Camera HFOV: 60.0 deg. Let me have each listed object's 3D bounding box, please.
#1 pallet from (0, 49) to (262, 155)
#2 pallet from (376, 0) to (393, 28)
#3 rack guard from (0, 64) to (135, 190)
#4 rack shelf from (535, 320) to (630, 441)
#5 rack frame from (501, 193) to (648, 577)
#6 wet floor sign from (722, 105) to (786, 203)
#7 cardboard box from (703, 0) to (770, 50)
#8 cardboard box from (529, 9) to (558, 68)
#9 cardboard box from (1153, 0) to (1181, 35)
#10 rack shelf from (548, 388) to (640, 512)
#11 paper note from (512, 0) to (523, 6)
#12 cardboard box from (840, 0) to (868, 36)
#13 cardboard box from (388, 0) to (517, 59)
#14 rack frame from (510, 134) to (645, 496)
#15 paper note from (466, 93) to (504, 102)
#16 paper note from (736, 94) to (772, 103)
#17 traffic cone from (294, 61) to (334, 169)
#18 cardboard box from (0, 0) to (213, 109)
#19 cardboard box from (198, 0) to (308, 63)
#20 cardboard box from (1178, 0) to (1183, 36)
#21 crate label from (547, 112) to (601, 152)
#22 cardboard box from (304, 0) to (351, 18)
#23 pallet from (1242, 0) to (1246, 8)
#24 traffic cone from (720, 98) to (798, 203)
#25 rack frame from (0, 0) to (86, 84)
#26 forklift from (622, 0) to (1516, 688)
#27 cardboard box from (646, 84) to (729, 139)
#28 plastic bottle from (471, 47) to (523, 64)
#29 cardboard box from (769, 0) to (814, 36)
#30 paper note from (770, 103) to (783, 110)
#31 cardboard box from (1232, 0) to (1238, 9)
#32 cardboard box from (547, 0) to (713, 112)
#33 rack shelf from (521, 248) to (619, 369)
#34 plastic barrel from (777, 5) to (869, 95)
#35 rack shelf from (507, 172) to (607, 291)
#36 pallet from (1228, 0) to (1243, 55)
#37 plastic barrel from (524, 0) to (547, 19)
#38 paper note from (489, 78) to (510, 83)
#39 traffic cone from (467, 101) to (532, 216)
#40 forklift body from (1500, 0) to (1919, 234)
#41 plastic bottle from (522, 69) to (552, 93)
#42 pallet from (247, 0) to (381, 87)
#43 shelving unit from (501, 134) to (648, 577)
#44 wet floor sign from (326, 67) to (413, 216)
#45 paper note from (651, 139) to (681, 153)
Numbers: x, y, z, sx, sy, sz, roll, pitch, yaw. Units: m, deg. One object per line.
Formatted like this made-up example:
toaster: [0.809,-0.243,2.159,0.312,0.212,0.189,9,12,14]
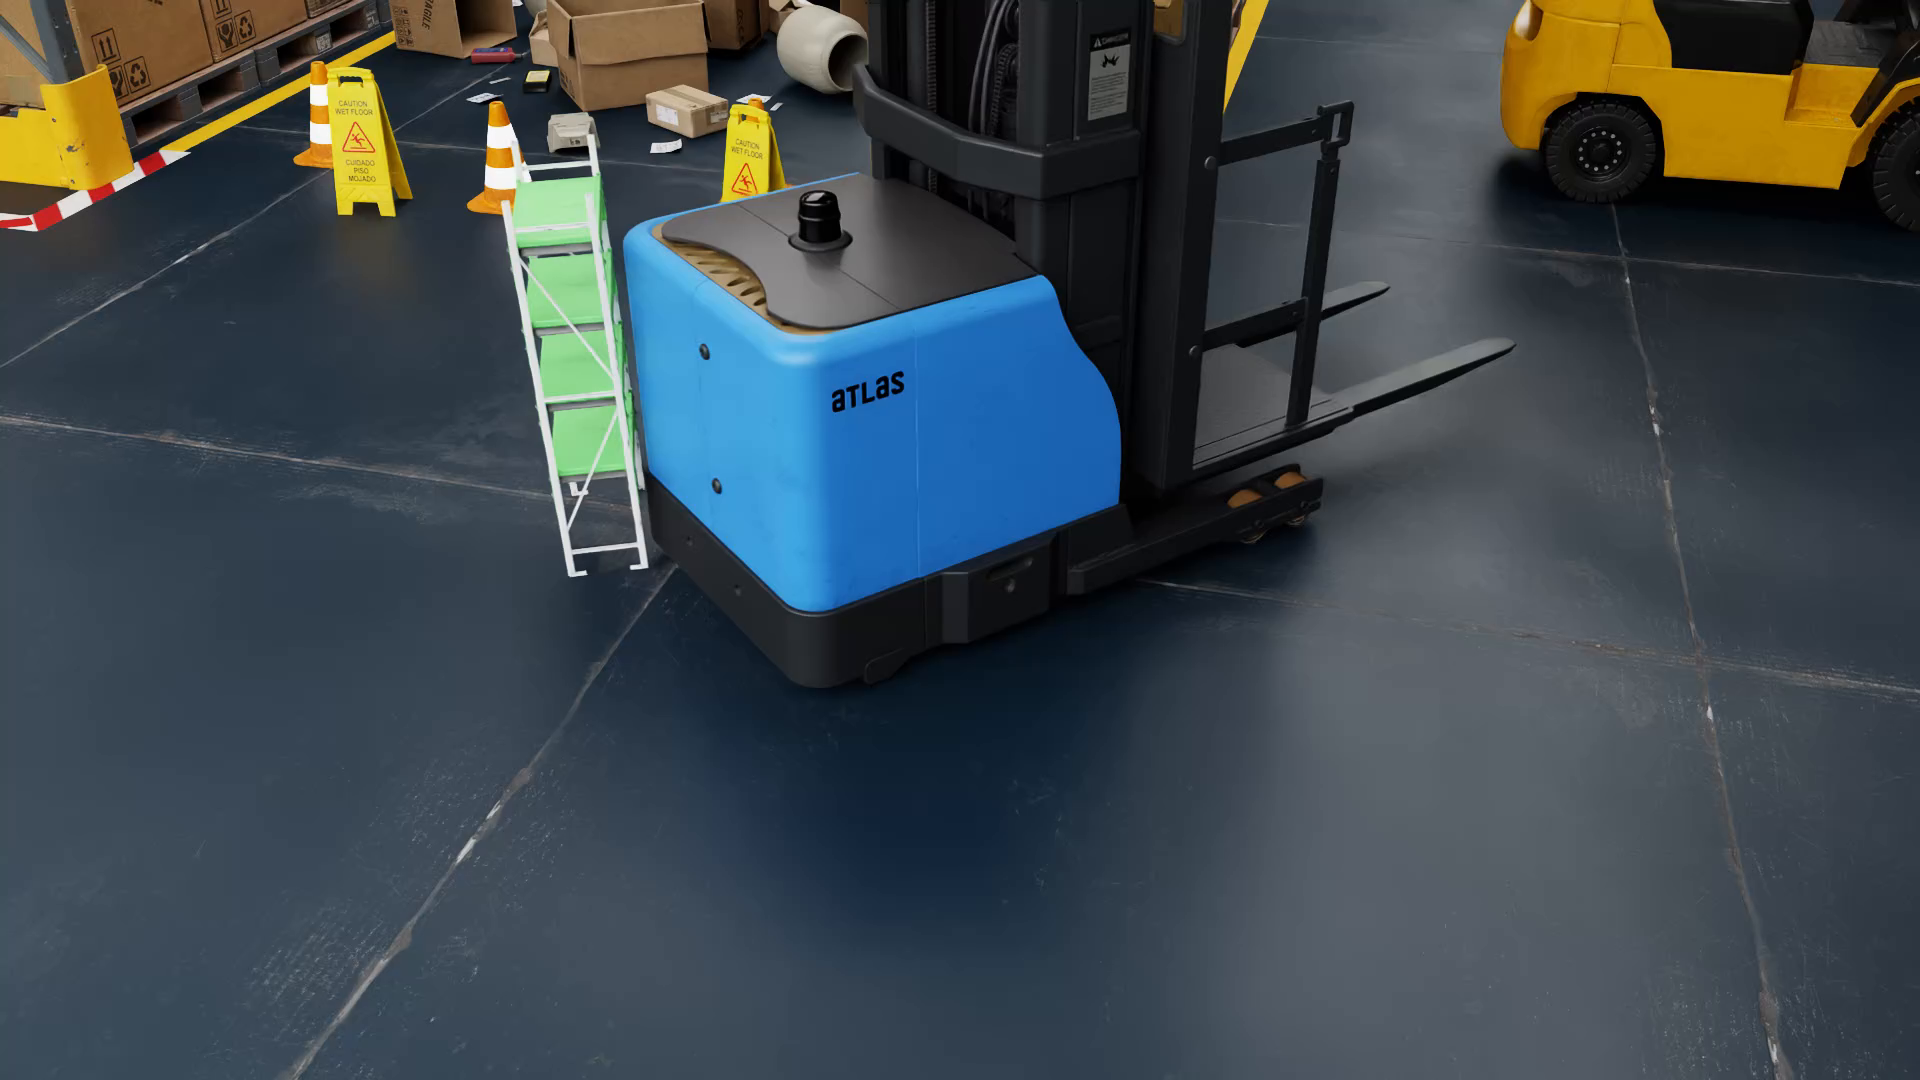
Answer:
pallet: [-4.472,-2.337,8.729,1.003,0.211,1.213,8,33,12]
pallet: [-3.853,-3.603,10.721,1.003,0.211,1.213,8,33,12]
rack guard: [-4.606,-2.021,7.962,1.175,0.500,0.348,8,33,12]
rack shelf: [-1.131,-0.484,5.006,0.258,0.148,0.480,-7,33,-8]
rack frame: [-1.090,-0.409,4.769,0.240,1.200,0.015,-7,33,-8]
wet floor sign: [-0.869,-1.520,7.039,0.267,0.644,0.232,20,38,29]
cardboard box: [-1.560,-3.213,9.708,0.797,0.637,0.503,8,33,12]
cardboard box: [-2.239,-2.867,9.512,0.396,0.266,0.258,14,35,21]
cardboard box: [0.692,-2.193,7.376,0.500,0.500,0.500,7,33,11]
rack shelf: [-1.126,-0.282,5.136,0.258,0.148,0.480,-7,33,-8]
paper note: [-2.879,-3.439,10.630,0.147,0.020,0.142,-14,35,-21]
cardboard box: [-0.359,-3.117,9.685,0.500,0.500,0.500,-21,38,-29]
cardboard box: [-2.986,-3.164,9.759,0.500,0.500,0.500,14,35,21]
rack frame: [-1.175,-0.667,5.175,0.240,1.200,0.015,-7,33,-8]
paper note: [-2.570,-2.395,8.991,0.144,0.017,0.142,20,38,29]
paper note: [-1.111,-2.390,8.992,0.148,0.019,0.142,20,38,29]
traffic cone: [-3.091,-2.100,8.121,0.336,0.463,0.334,8,33,12]
cardboard box: [-4.492,-2.729,8.336,0.875,0.875,0.875,8,33,13]
cardboard box: [-4.270,-3.186,9.055,0.875,0.875,0.875,8,33,12]
cardboard box: [0.820,-2.465,7.804,0.500,0.500,0.500,7,33,11]
crate label: [-1.945,-2.048,8.344,0.250,0.136,0.298,-8,33,-13]
cardboard box: [-4.037,-3.659,9.799,0.875,0.875,0.875,8,33,13]
pallet: [1.425,-3.770,10.983,1.003,0.211,1.213,8,33,12]
traffic cone: [-0.925,-1.795,7.642,0.336,0.463,0.334,8,33,12]
rack frame: [-4.600,-3.088,7.311,1.000,3.000,0.127,8,33,12]
forklift: [0.550,-1.442,4.786,3.031,2.935,1.130,-20,38,-28]
cardboard box: [-1.408,-2.218,8.600,0.380,0.149,0.250,28,42,36]
plastic bottle: [-2.665,-2.795,9.590,0.283,0.061,0.133,-3,33,-4]
cardboard box: [-1.054,-3.258,10.127,0.258,0.266,0.396,-14,35,-21]
paper note: [-0.980,-2.316,8.883,0.032,0.001,0.123,8,33,12]
cardboard box: [1.339,-3.216,9.684,0.500,0.250,0.500,10,34,15]
cardboard box: [-1.789,-2.669,8.979,0.797,0.503,0.637,-14,35,-21]
rack shelf: [-1.137,-0.686,4.877,0.258,0.148,0.480,-7,33,-8]
plastic barrel: [-0.726,-2.657,9.035,0.421,0.421,0.512,-21,38,-29]
rack shelf: [-1.142,-0.888,4.747,0.258,0.148,0.480,-7,33,-8]
pallet: [1.093,-3.012,9.791,1.003,0.211,1.213,8,33,12]
plastic barrel: [-2.389,-3.279,10.013,0.421,0.421,0.512,-21,38,-29]
paper note: [-2.566,-2.561,9.269,0.032,0.001,0.123,28,42,36]
traffic cone: [-2.085,-1.769,7.602,0.336,0.463,0.334,8,33,12]
forklift body: [3.733,-2.667,7.440,2.313,2.155,1.214,8,33,12]
plastic bottle: [-2.334,-2.546,9.198,0.133,0.061,0.283,-3,33,-4]
pallet: [-4.161,-2.968,9.722,1.003,0.211,1.213,8,33,12]
shelving unit: [-1.133,-0.538,4.972,0.258,1.200,0.503,-7,33,-8]
wet floor sign: [-2.692,-1.810,7.495,0.267,0.644,0.232,3,33,4]
paper note: [-1.472,-1.975,8.328,0.148,0.019,0.142,-3,33,-4]
